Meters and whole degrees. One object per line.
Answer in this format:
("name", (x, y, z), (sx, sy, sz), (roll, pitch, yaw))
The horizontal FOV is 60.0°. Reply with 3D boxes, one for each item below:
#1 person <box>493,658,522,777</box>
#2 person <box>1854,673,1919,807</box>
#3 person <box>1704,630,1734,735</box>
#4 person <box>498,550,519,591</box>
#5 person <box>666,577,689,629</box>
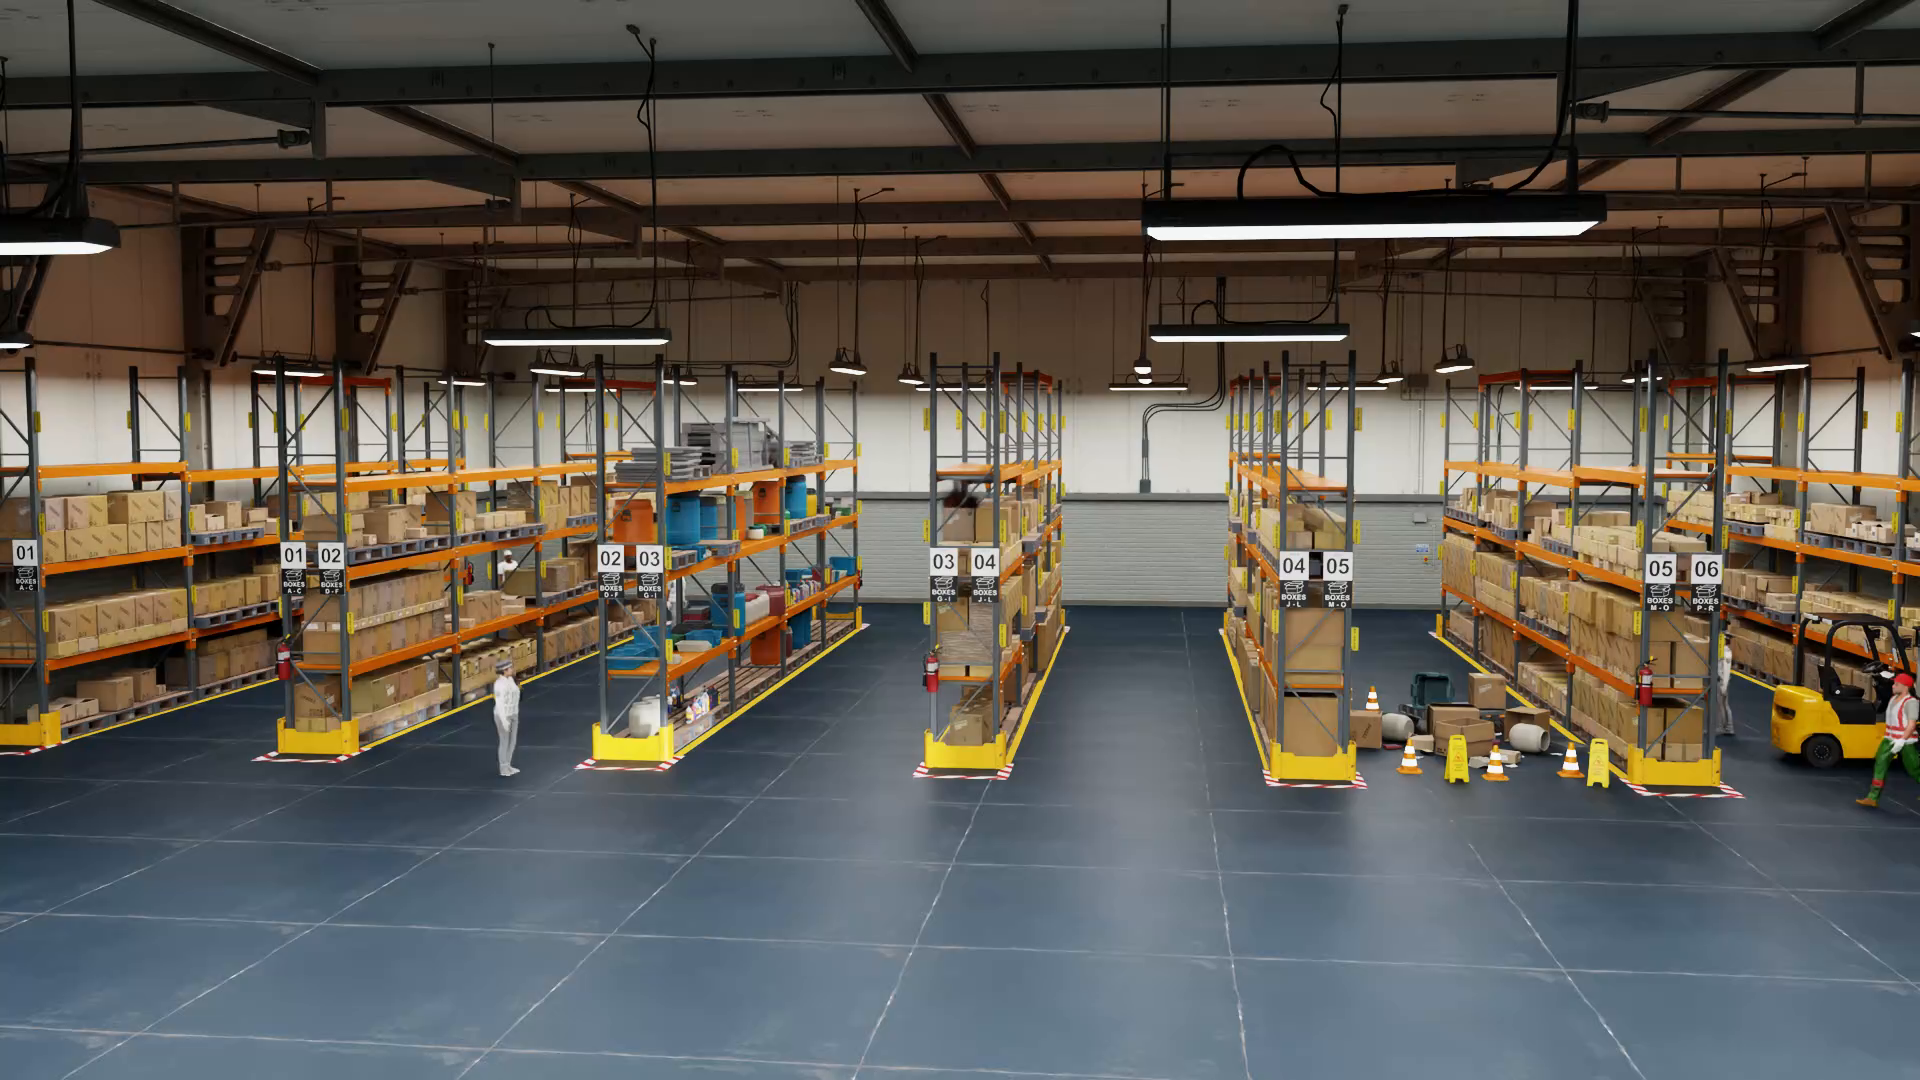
("person", (-6.429, 2.501, 23.577), (0.393, 1.688, 0.535), (2, 4, 25))
("person", (12.188, 2.602, 21.558), (1.082, 1.751, 0.521), (-1, 4, -14))
("person", (12.200, 2.280, 26.675), (0.411, 1.692, 0.512), (3, 5, 32))
("person", (-11.402, 1.122, 42.259), (0.487, 1.745, 0.624), (3, 5, 40))
("person", (-6.384, 1.430, 37.926), (0.577, 1.793, 0.585), (2, 4, 25))
